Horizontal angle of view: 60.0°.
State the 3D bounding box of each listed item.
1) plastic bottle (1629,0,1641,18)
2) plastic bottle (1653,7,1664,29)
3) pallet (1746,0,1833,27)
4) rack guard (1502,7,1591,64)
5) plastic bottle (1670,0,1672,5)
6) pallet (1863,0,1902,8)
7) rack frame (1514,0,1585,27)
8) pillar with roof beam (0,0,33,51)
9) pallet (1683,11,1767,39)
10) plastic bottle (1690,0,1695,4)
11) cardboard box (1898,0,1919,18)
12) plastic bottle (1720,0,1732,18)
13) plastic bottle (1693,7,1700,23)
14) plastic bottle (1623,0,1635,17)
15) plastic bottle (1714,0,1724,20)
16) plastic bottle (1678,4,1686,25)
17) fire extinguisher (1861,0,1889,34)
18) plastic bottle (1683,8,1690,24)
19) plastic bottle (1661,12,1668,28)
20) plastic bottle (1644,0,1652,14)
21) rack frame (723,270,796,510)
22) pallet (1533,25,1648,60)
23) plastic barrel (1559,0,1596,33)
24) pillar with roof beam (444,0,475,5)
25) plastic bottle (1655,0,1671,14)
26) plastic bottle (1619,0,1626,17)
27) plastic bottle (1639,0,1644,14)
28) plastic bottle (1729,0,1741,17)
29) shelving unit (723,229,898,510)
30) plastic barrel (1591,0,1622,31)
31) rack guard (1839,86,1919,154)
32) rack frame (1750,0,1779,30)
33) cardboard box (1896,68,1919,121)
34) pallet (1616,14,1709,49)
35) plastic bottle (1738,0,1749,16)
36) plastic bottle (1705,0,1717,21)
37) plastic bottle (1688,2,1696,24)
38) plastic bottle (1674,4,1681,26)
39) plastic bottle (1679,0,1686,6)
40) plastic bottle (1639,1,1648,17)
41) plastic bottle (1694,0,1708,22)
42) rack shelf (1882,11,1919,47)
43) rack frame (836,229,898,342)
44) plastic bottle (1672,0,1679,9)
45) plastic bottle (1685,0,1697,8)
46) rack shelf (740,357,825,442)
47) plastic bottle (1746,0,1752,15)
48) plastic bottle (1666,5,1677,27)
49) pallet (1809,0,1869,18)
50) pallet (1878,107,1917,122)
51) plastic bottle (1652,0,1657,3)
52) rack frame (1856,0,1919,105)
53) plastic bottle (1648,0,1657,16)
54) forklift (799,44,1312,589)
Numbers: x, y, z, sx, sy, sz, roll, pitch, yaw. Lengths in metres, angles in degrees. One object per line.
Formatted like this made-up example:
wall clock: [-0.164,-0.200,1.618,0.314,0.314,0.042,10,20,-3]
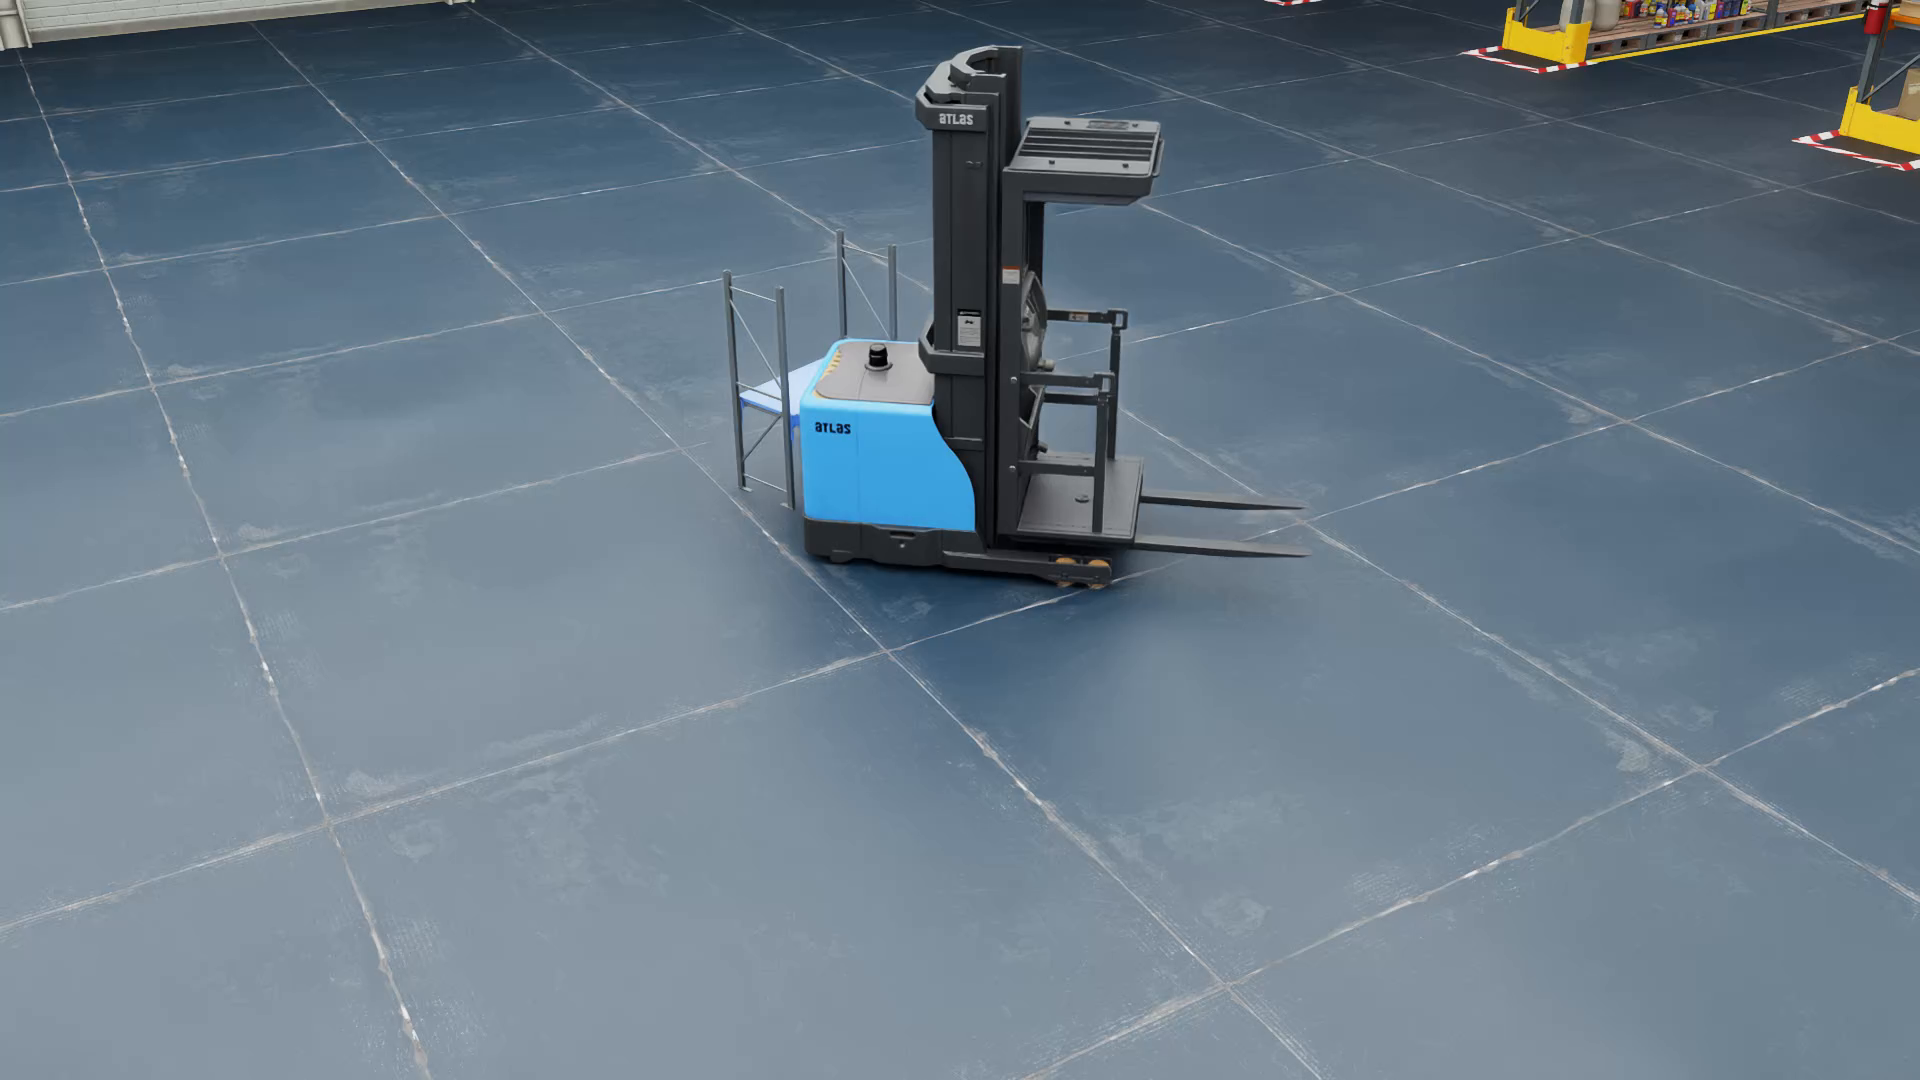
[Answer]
plastic bottle: [9.307,-7.341,22.902,0.133,0.283,0.061,-16,33,-26]
plastic bottle: [9.381,-7.012,22.317,0.097,0.271,0.097,0,29,0]
pallet: [11.766,-7.666,24.021,1.213,0.211,1.003,-16,33,-26]
rack guard: [7.702,-6.643,21.869,0.348,0.500,1.175,-16,33,-26]
plastic bottle: [9.932,-7.554,23.301,0.097,0.271,0.097,0,29,0]
pallet: [13.870,-8.263,25.103,1.213,0.211,1.003,-16,33,-26]
rack frame: [7.660,-7.700,21.195,0.127,3.000,1.000,-16,33,-26]
pillar with roof beam: [-10.532,-8.785,16.954,0.400,9.000,9.100,-16,33,-26]
pallet: [10.509,-7.311,23.377,1.213,0.211,1.003,-16,33,-26]
plastic bottle: [10.059,-7.284,22.799,0.133,0.283,0.061,-16,33,-26]
cardboard box: [10.311,-5.682,17.800,0.250,0.149,0.380,-16,33,-26]
plastic bottle: [10.534,-7.387,22.915,0.185,0.351,0.144,-18,33,-29]
plastic bottle: [10.026,-7.164,22.666,0.097,0.201,0.097,0,29,0]
plastic bottle: [9.253,-7.382,22.984,0.135,0.276,0.152,-16,33,-26]
plastic bottle: [10.415,-7.300,22.828,0.133,0.283,0.061,-14,32,-23]
plastic bottle: [9.763,-7.120,22.514,0.097,0.271,0.097,0,29,0]
fire extinguisher: [9.837,-5.766,17.772,0.183,0.674,0.296,-16,33,-26]
plastic bottle: [9.849,-7.114,22.575,0.097,0.201,0.097,0,29,0]
plastic bottle: [9.471,-7.006,22.380,0.097,0.201,0.097,0,29,0]
plastic bottle: [9.513,-7.491,23.104,0.185,0.351,0.144,-14,32,-24]
rack frame: [-1.261,-0.930,10.482,0.500,1.500,0.032,22,36,34]
pallet: [8.405,-6.713,22.295,1.213,0.211,1.003,-16,33,-26]
plastic barrel: [8.189,-6.987,22.045,0.421,0.512,0.421,0,29,0]
pillar with roof beam: [-5.359,-10.254,19.615,0.400,9.000,9.100,-16,33,-26]
plastic bottle: [9.770,-7.448,23.104,0.135,0.276,0.152,-16,33,-26]
plastic bottle: [9.113,-7.371,22.957,0.133,0.283,0.061,-15,32,-25]
plastic bottle: [9.372,-7.416,23.045,0.135,0.276,0.152,-17,33,-28]
plastic bottle: [10.700,-7.434,23.000,0.185,0.351,0.144,-17,33,-28]
shelving unit: [-0.937,-1.120,10.825,0.538,1.500,1.048,22,36,34]
plastic barrel: [8.621,-7.110,22.267,0.421,0.512,0.421,0,29,0]
rack guard: [10.235,-4.560,18.094,0.348,0.500,1.175,-16,33,-26]
rack frame: [11.109,-8.679,22.970,0.127,3.000,1.000,-16,33,-26]
cardboard box: [10.716,-4.872,18.224,0.500,0.500,0.500,-10,30,-17]
pallet: [9.456,-7.010,22.832,1.213,0.211,1.003,-16,33,-26]
plastic bottle: [10.861,-7.427,23.057,0.133,0.283,0.061,-14,32,-24]
plastic bottle: [10.256,-7.308,22.772,0.185,0.351,0.144,-16,33,-27]
plastic bottle: [9.938,-7.170,22.604,0.097,0.271,0.097,0,29,0]
plastic bottle: [9.677,-7.096,22.469,0.097,0.271,0.097,0,29,0]
plastic bottle: [10.139,-7.566,23.322,0.097,0.271,0.097,0,29,0]
plastic bottle: [9.452,-7.336,22.978,0.097,0.201,0.097,0,29,0]
plastic bottle: [10.114,-7.237,22.721,0.135,0.276,0.152,-15,32,-25]
rack shelf: [11.894,-5.811,18.518,4.000,0.370,1.077,-16,33,-26]
rack frame: [-0.613,-1.309,11.168,0.500,1.500,0.032,22,36,34]
plastic bottle: [10.040,-7.641,23.375,0.185,0.351,0.144,-17,33,-28]
plastic bottle: [10.276,-7.627,23.350,0.185,0.351,0.144,-16,33,-26]
rack shelf: [-0.937,-0.962,10.912,0.538,0.185,1.000,22,36,34]
plastic bottle: [10.954,-7.427,23.143,0.097,0.201,0.097,0,29,0]
plastic bottle: [9.586,-7.065,22.401,0.133,0.283,0.061,-15,32,-26]
pallet: [12.819,-7.967,24.566,1.213,0.211,1.003,-16,33,-26]
pallet: [10.953,-4.618,18.498,1.213,0.211,1.003,-16,33,-26]
plastic bottle: [9.674,-7.537,23.186,0.185,0.351,0.144,-16,33,-27]
rack frame: [10.170,-5.636,17.457,0.127,3.000,1.000,-16,33,-26]
plastic bottle: [9.612,-7.386,23.068,0.097,0.201,0.097,0,29,0]
forklift: [0.614,-1.273,9.621,3.031,2.935,1.130,4,29,8]
